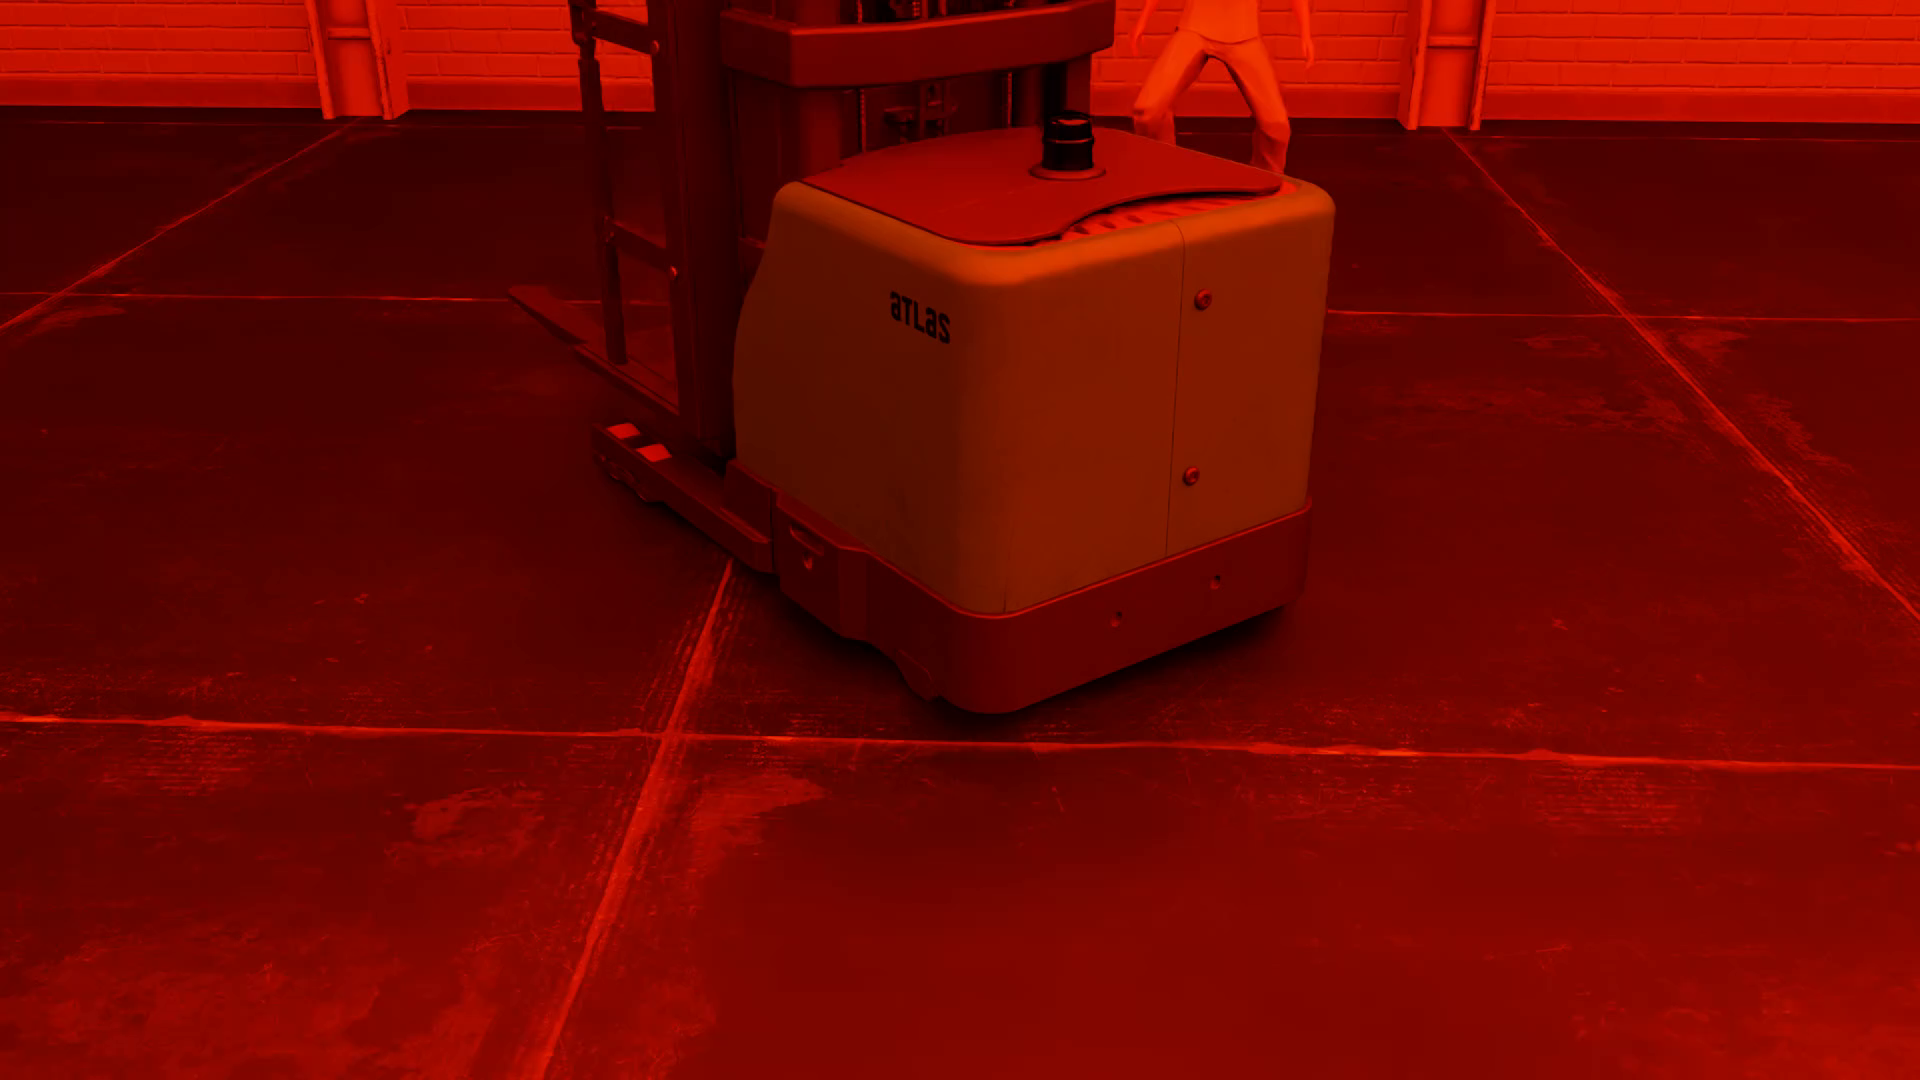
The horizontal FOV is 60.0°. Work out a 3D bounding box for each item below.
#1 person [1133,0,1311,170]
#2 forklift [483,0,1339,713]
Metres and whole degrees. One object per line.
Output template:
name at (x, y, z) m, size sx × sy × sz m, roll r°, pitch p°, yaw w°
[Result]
person at (1.144, -2.209, 7.265) m, size 0.810 × 1.556 × 0.546 m, roll 9°, pitch 28°, yaw 17°
forklift at (-0.442, -1.525, 4.301) m, size 1.130 × 2.935 × 3.031 m, roll -19°, pitch 32°, yaw -34°
